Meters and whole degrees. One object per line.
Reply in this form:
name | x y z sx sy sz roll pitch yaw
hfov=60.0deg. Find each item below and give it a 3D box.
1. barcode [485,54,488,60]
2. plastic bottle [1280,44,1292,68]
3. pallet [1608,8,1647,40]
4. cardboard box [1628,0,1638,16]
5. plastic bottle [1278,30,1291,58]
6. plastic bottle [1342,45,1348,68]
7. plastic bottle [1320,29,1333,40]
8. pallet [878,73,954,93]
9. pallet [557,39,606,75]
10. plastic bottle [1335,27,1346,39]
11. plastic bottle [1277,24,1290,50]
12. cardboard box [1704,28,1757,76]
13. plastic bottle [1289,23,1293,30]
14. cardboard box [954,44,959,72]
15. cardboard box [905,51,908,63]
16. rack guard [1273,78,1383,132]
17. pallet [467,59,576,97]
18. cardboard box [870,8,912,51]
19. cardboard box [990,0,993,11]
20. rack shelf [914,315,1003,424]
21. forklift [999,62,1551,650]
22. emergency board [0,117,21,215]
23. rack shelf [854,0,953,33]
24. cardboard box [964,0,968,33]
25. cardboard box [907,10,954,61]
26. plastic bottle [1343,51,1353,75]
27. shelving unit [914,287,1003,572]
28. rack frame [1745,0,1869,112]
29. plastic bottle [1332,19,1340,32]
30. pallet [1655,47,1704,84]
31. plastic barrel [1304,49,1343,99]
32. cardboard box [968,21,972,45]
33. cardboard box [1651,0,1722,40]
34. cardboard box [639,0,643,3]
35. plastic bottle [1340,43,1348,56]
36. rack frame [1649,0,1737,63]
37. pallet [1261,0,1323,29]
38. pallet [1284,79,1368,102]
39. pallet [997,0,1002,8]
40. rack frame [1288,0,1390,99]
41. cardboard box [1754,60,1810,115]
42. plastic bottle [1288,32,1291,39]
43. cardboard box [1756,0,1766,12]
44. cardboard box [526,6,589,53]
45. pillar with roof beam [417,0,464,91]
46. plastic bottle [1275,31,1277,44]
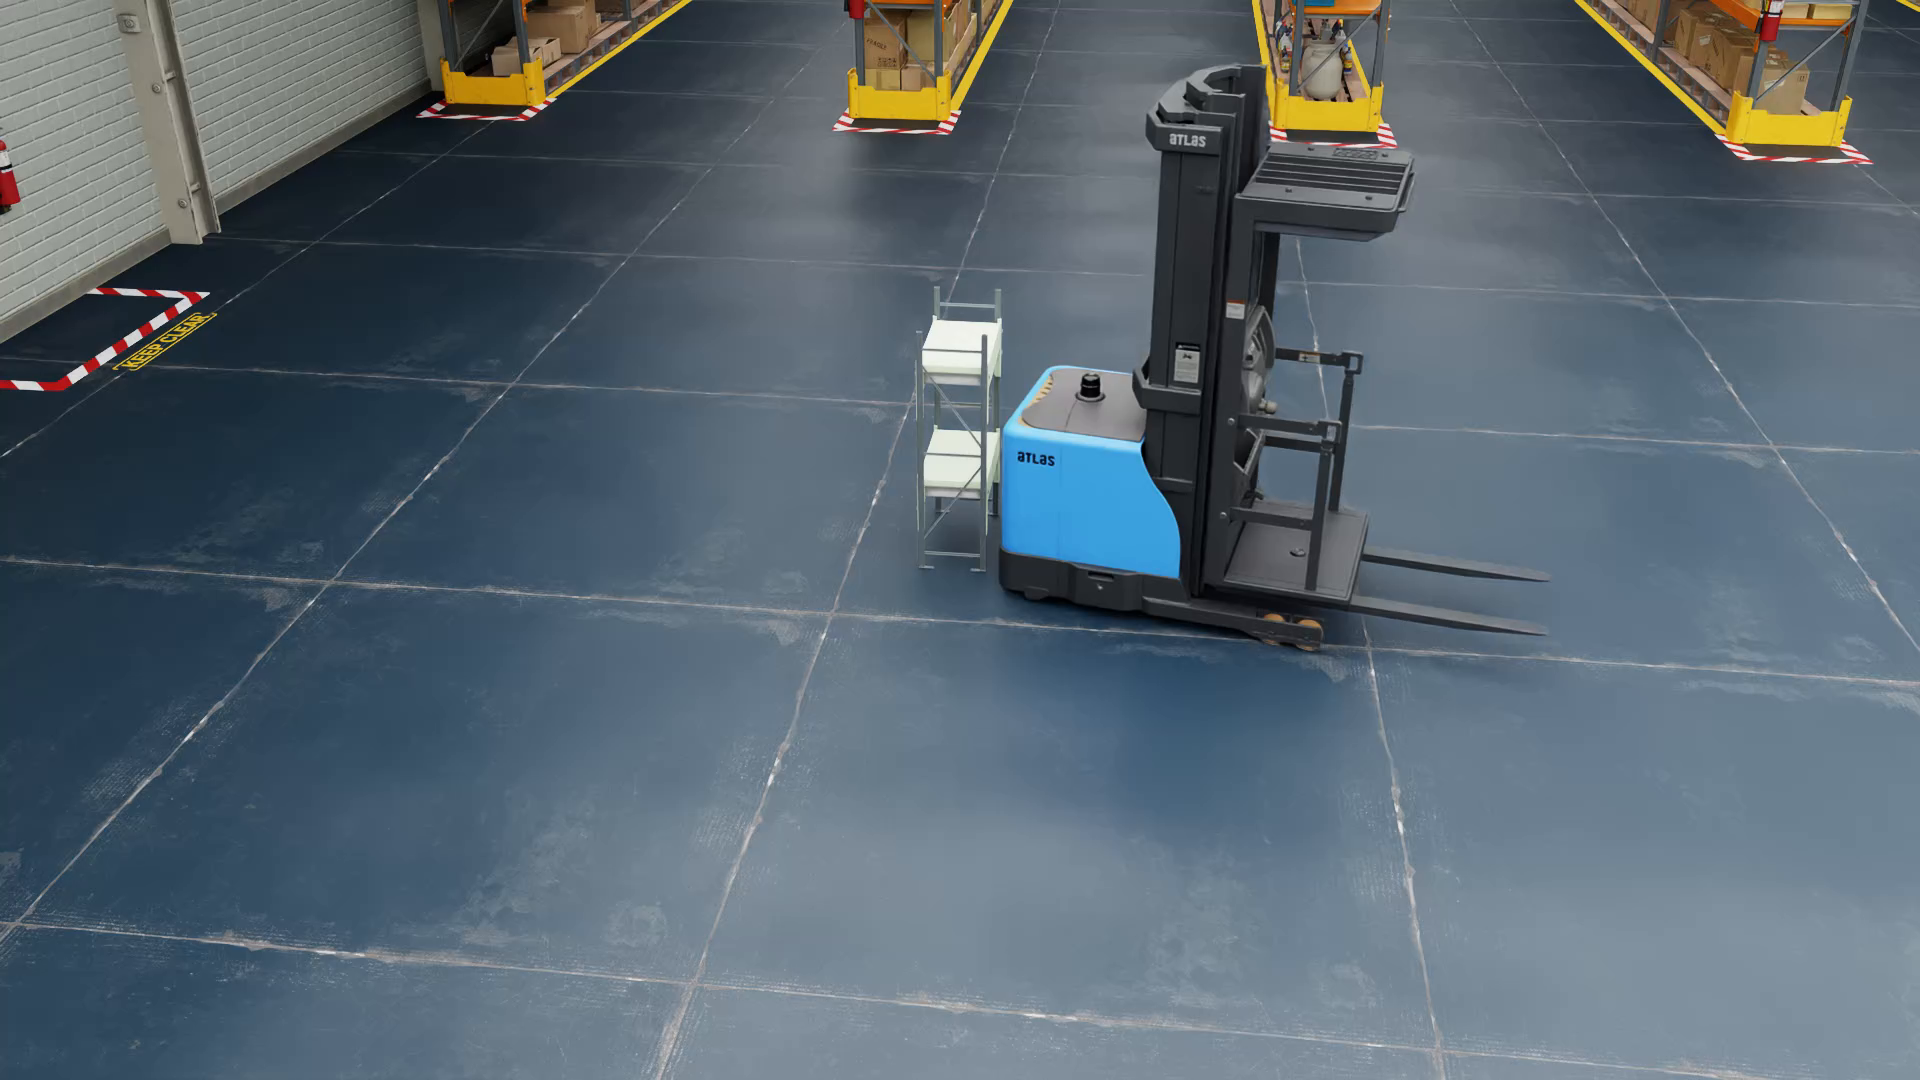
barcode | -5.837 -5.955 20.502 0.001 0.075 0.075 3 28 6
plastic bottle | 4.064 -6.014 20.659 0.152 0.276 0.135 4 29 7
pallet | 9.863 -7.323 23.620 1.003 0.211 1.213 3 28 6
cardboard box | 9.932 -7.738 23.623 0.700 0.500 0.500 6 29 10
plastic bottle | 4.120 -6.278 21.070 0.144 0.351 0.185 3 28 6
plastic bottle | 4.790 -6.002 20.641 0.097 0.271 0.097 0 28 0
plastic bottle | 4.740 -6.477 21.517 0.152 0.276 0.135 3 28 6
pallet | -0.647 -5.437 20.120 1.003 0.211 1.213 3 28 6
pallet | -5.320 -6.350 21.814 1.003 0.211 1.213 3 28 6
plastic bottle | 4.850 -6.361 21.223 0.144 0.351 0.185 3 28 6
plastic bottle | 4.173 -6.478 21.442 0.144 0.351 0.185 2 28 4
cardboard box | 9.473 -5.939 20.305 0.500 0.500 0.500 1 28 2
plastic bottle | 4.326 -6.609 21.755 0.061 0.283 0.133 3 28 6
cardboard box | -0.294 -5.987 20.657 0.500 0.250 0.500 3 28 6
cardboard box | -0.877 -5.782 20.277 0.500 0.250 0.500 3 28 6
rack guard | 4.179 -4.951 18.912 1.175 0.500 0.348 3 28 6
pallet | -5.472 -5.777 20.751 1.003 0.211 1.213 3 28 6
cardboard box | -0.821 -6.348 20.536 0.500 0.500 0.500 3 28 6
cardboard box | 0.211 -7.820 24.058 0.500 0.250 0.500 3 28 5
rack shelf | -0.001 -1.001 9.703 0.431 0.370 0.720 3 28 6
forklift | 1.799 -0.968 8.957 3.031 2.935 1.130 9 30 16
emergency board | -7.465 -2.983 12.624 0.194 1.169 0.643 3 28 6
rack shelf | -0.454 -6.927 20.704 1.077 0.370 4.000 3 28 6
cardboard box | -0.179 -6.788 21.354 0.500 0.500 0.500 3 28 6
cardboard box | -0.353 -6.082 20.042 0.500 0.500 0.500 3 28 6
plastic bottle | 4.748 -5.841 20.341 0.097 0.271 0.097 0 28 0
shelving unit | -0.001 -0.657 9.888 0.431 1.500 0.755 3 28 6
rack frame | 9.132 -5.725 17.714 1.000 3.000 0.127 3 28 6
plastic bottle | 4.914 -6.603 21.673 0.144 0.351 0.185 3 28 5
pallet | 9.575 -6.062 21.280 1.003 0.211 1.213 3 28 6
plastic barrel | 4.221 -5.417 19.322 0.421 0.512 0.421 0 28 0
cardboard box | -0.120 -6.694 21.969 0.500 0.250 0.500 3 28 6
cardboard box | 9.719 -6.989 22.231 0.700 0.500 0.500 1 28 2
cardboard box | -5.039 -8.158 24.402 0.700 0.500 0.500 3 28 5
plastic bottle | 4.827 -6.144 20.905 0.097 0.271 0.097 0 28 0
rack frame | 9.622 -7.608 21.209 1.000 3.000 0.127 3 28 6
pallet | 4.911 -7.616 24.164 1.003 0.211 1.213 3 28 6
pallet | 4.284 -5.206 19.690 1.003 0.211 1.213 3 28 6
pallet | 0.141 -8.455 25.722 1.003 0.211 1.213 3 28 6
rack frame | 4.216 -6.013 18.248 1.000 3.000 0.127 3 28 6
cardboard box | 9.225 -5.102 18.751 0.500 0.500 0.500 9 30 16
plastic bottle | 4.192 -6.372 21.328 0.097 0.271 0.097 0 28 0
cardboard box | 8.993 -5.878 18.263 0.380 0.149 0.250 3 28 6
cardboard box | -5.233 -6.613 21.534 0.700 0.500 0.500 2 28 3
pillar with roof beam | -2.116 -9.359 18.134 9.100 9.000 0.400 3 28 6
plastic bottle | 4.207 -6.637 21.894 0.097 0.201 0.097 0 28 0
